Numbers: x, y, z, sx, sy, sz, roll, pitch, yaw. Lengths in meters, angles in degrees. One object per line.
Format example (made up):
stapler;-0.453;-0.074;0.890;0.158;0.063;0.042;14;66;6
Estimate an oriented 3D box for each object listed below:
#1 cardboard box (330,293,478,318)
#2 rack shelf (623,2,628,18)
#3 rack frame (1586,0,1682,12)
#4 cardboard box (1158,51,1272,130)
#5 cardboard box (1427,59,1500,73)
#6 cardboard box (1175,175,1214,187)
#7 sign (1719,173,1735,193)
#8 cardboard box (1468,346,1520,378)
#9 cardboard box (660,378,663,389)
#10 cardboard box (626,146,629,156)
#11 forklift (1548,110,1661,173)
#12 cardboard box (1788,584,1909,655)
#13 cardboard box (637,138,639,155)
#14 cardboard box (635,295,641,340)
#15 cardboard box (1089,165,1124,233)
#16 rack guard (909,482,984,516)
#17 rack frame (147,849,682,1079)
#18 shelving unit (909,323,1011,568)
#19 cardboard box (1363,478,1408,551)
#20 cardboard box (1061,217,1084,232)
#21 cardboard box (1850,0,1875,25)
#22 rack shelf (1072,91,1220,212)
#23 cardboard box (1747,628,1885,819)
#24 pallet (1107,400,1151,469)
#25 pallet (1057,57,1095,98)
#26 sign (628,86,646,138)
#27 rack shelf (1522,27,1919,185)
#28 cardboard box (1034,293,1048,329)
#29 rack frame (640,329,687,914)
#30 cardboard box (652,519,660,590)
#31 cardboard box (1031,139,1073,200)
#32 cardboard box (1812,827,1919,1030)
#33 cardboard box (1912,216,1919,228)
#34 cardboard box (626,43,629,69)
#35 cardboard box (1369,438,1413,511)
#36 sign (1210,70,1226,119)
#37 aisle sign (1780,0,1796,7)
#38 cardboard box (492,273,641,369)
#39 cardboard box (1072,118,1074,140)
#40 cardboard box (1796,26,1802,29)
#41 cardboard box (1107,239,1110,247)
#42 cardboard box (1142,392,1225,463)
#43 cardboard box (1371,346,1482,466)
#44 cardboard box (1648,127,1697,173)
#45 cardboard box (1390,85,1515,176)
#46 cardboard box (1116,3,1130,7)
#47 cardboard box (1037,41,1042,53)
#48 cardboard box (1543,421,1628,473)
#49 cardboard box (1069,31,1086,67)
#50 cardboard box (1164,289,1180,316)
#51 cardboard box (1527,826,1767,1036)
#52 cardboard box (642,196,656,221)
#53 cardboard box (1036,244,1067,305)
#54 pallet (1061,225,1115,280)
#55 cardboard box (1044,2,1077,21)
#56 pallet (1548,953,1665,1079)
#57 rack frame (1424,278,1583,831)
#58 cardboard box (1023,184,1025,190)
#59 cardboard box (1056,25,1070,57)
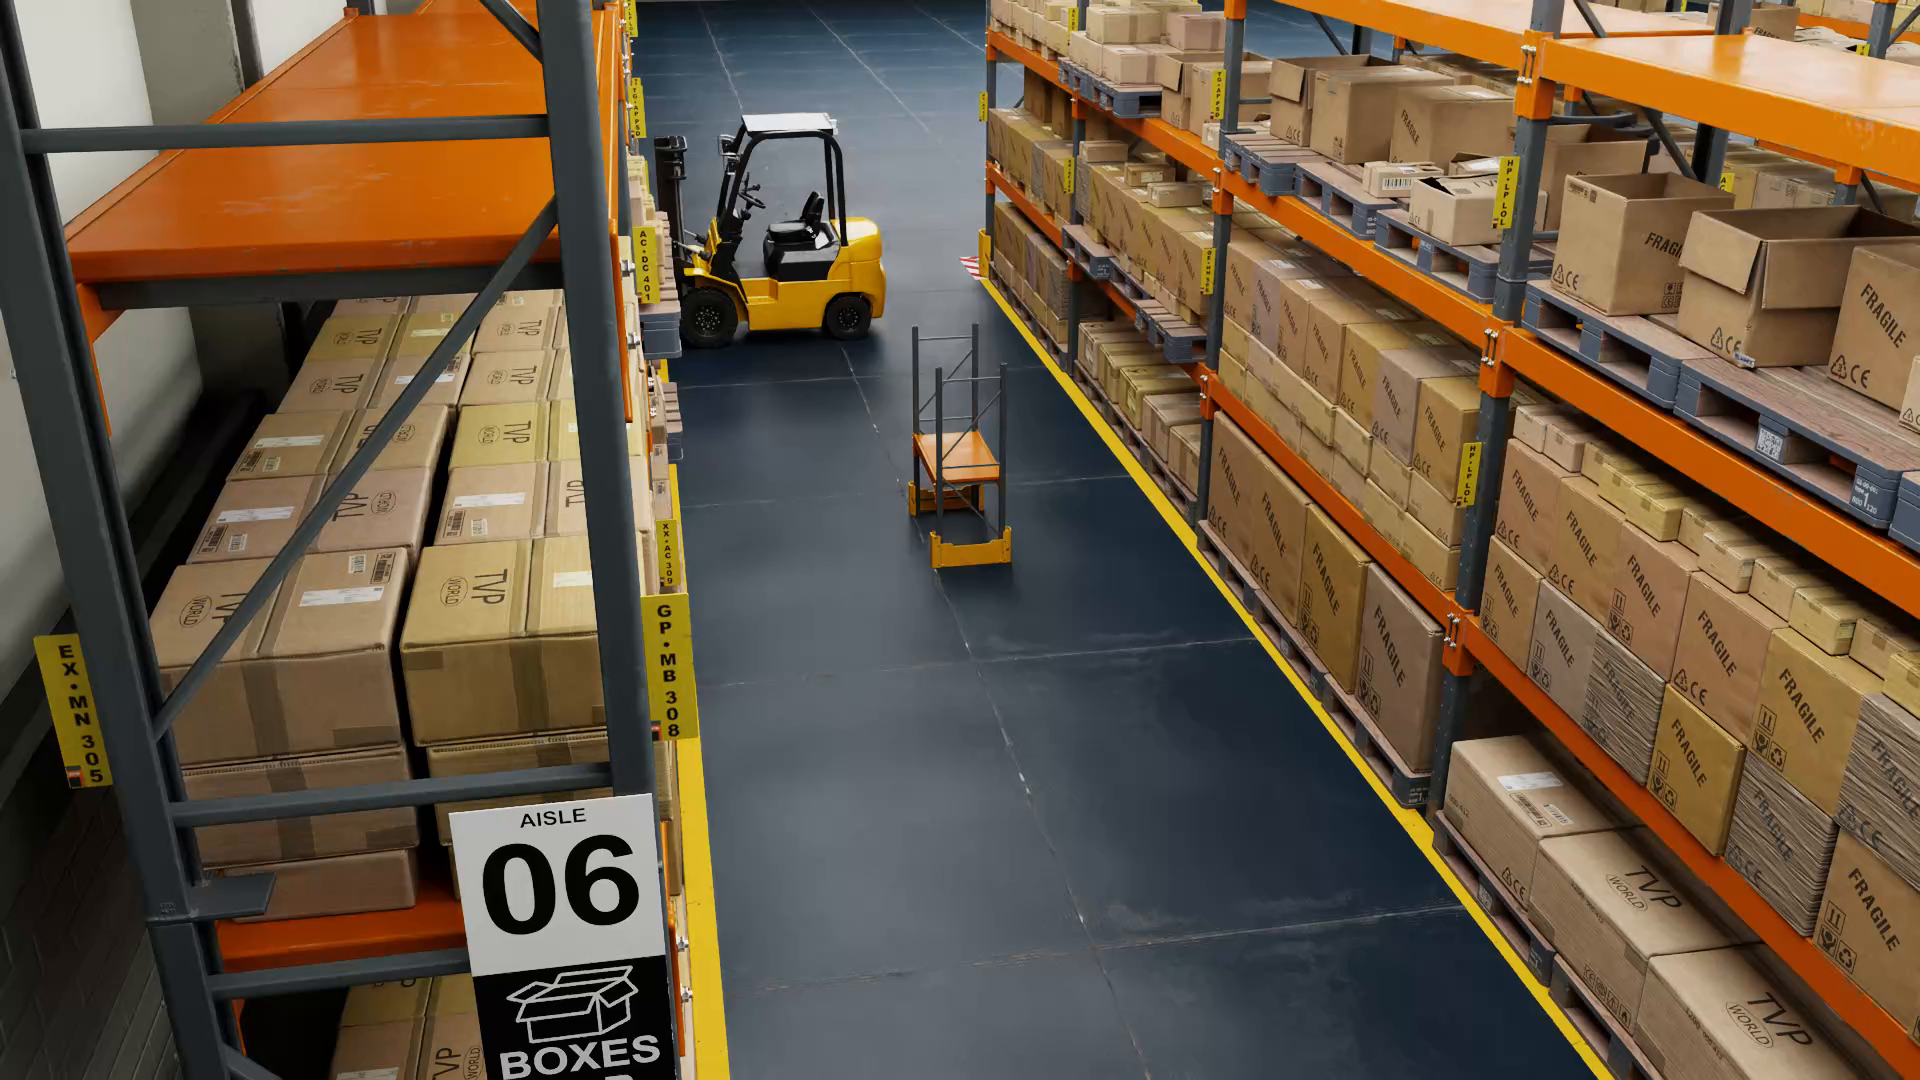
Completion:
cardboard box;-1.932;-0.754;5.915;0.500;0.250;0.500;-5;24;-11
rack shelf;-2.964;-4.097;12.030;1.077;0.370;4.000;-4;24;-10
rack frame;6.389;-6.172;15.381;1.000;3.000;0.127;-4;24;-10
cardboard box;1.973;-3.463;12.797;0.797;0.503;0.637;-4;24;-10
cardboard box;5.873;-5.201;19.118;0.875;0.550;0.550;-4;24;-10
cardboard box;2.037;-2.828;14.199;0.500;0.500;0.500;-3;24;-8
sign;3.568;-1.560;7.823;0.100;0.325;0.005;-4;24;-10
cardboard box;3.103;-0.766;9.125;0.500;0.500;0.500;-4;24;-10
cardboard box;-2.096;-0.922;10.645;0.380;0.149;0.250;-4;24;-9
cardboard box;-2.000;-2.076;9.067;0.380;0.149;0.250;-4;24;-10
forklift;4.649;-2.043;13.509;1.130;2.935;3.031;-4;24;-9
cardboard box;3.209;0.278;5.924;0.380;0.149;0.250;-4;24;-8
cardboard box;-3.725;-4.093;17.991;0.500;0.500;0.500;-5;24;-11
cardboard box;-1.519;-0.772;6.581;0.500;0.250;0.500;-4;24;-10
cardboard box;1.441;-2.989;14.567;0.500;0.500;0.500;-4;24;-10
rack guard;-0.106;-0.340;12.960;0.587;0.250;0.087;-4;24;-10
rack frame;-1.115;2.072;4.000;1.000;3.000;0.127;-4;24;-10
shelving unit;-0.014;-0.717;12.261;0.587;1.500;1.083;-4;24;-10
cardboard box;2.599;-0.159;9.297;0.500;0.250;0.500;-5;24;-10
cardboard box;1.184;-3.005;15.940;0.380;0.149;0.250;-5;24;-10
cardboard box;10.567;-6.023;18.975;0.500;0.250;0.500;-4;24;-10
rack shelf;1.913;-3.275;13.394;1.077;0.370;4.000;-4;24;-10
cardboard box;3.225;0.629;5.930;0.500;0.500;0.500;-4;24;-10
pallet;1.918;-0.952;14.408;1.003;0.211;1.213;-4;24;-10
pallet;1.553;-4.055;14.515;1.213;0.211;1.003;-4;24;-10
sign;-2.061;-2.725;10.591;0.100;0.325;0.005;-4;24;-10
rack shelf;3.392;-1.320;5.669;1.077;0.370;4.000;-4;24;-10
cardboard box;1.062;-2.370;17.083;0.500;0.250;0.500;-5;24;-11
rack frame;-1.855;0.499;7.603;1.000;3.000;0.127;-4;24;-10
cardboard box;-1.134;0.060;5.174;0.380;0.149;0.250;-4;24;-10
cardboard box;1.014;-3.761;16.859;0.500;0.500;0.500;-4;24;-8
cardboard box;3.335;1.289;5.669;0.500;0.500;0.500;-5;24;-11
cardboard box;10.942;-3.420;19.175;0.500;0.500;0.500;-6;24;-14
cardboard box;-2.961;-3.953;13.510;0.500;0.311;0.500;-5;24;-11
cardboard box;2.603;-0.382;9.182;0.500;0.250;0.500;-4;24;-8
sign;1.749;-3.016;11.256;0.100;0.325;0.005;-4;24;-10
aisle sign;10.237;-6.517;20.418;0.394;0.787;0.004;-4;24;-10
cardboard box;-1.422;-0.793;6.003;0.500;0.250;0.500;-5;24;-11
cardboard box;1.536;-4.248;16.726;0.700;0.500;0.500;-5;24;-11
cardboard box;6.930;-4.322;14.354;0.500;0.311;0.500;-5;24;-12
cardboard box;1.500;-2.649;14.598;0.380;0.149;0.250;-3;24;-6
cardboard box;2.044;-0.944;13.665;0.950;0.372;0.625;-5;24;-11
cardboard box;2.590;-0.734;9.052;0.500;0.500;0.500;-4;24;-9
cardboard box;6.584;-3.530;15.453;0.700;0.500;0.500;-5;24;-11
cardboard box;2.894;-2.384;9.807;0.500;0.500;0.500;-4;24;-9
cardboard box;1.689;-4.994;15.750;0.380;0.149;0.250;-5;24;-11
cardboard box;0.993;-4.993;16.743;0.380;0.149;0.250;-5;24;-10
cardboard box;2.889;-0.428;7.541;0.380;0.149;0.250;-4;24;-9
cardboard box;1.257;-4.256;14.403;0.500;0.250;0.500;-5;24;-11
cardboard box;1.780;-1.828;12.720;0.380;0.149;0.250;-5;24;-10
cardboard box;3.199;1.719;7.486;0.875;0.438;0.875;-5;24;-11
cardboard box;-1.603;-1.488;7.696;0.380;0.149;0.250;-5;24;-11
cardboard box;1.074;-2.706;16.913;0.500;0.500;0.500;-4;24;-9
pallet;1.542;-2.617;14.977;1.003;0.211;1.213;-4;24;-10
cardboard box;1.010;-5.048;15.873;0.380;0.149;0.250;-4;24;-8
pallet;3.315;2.194;7.206;1.003;0.211;1.213;-4;24;-10
rack frame;3.023;0.130;8.447;1.000;3.000;0.127;-4;24;-10
cardboard box;0.884;-3.815;17.794;0.380;0.149;0.250;-3;24;-8
cardboard box;1.197;-4.613;15.376;0.500;0.250;0.500;-5;24;-10
